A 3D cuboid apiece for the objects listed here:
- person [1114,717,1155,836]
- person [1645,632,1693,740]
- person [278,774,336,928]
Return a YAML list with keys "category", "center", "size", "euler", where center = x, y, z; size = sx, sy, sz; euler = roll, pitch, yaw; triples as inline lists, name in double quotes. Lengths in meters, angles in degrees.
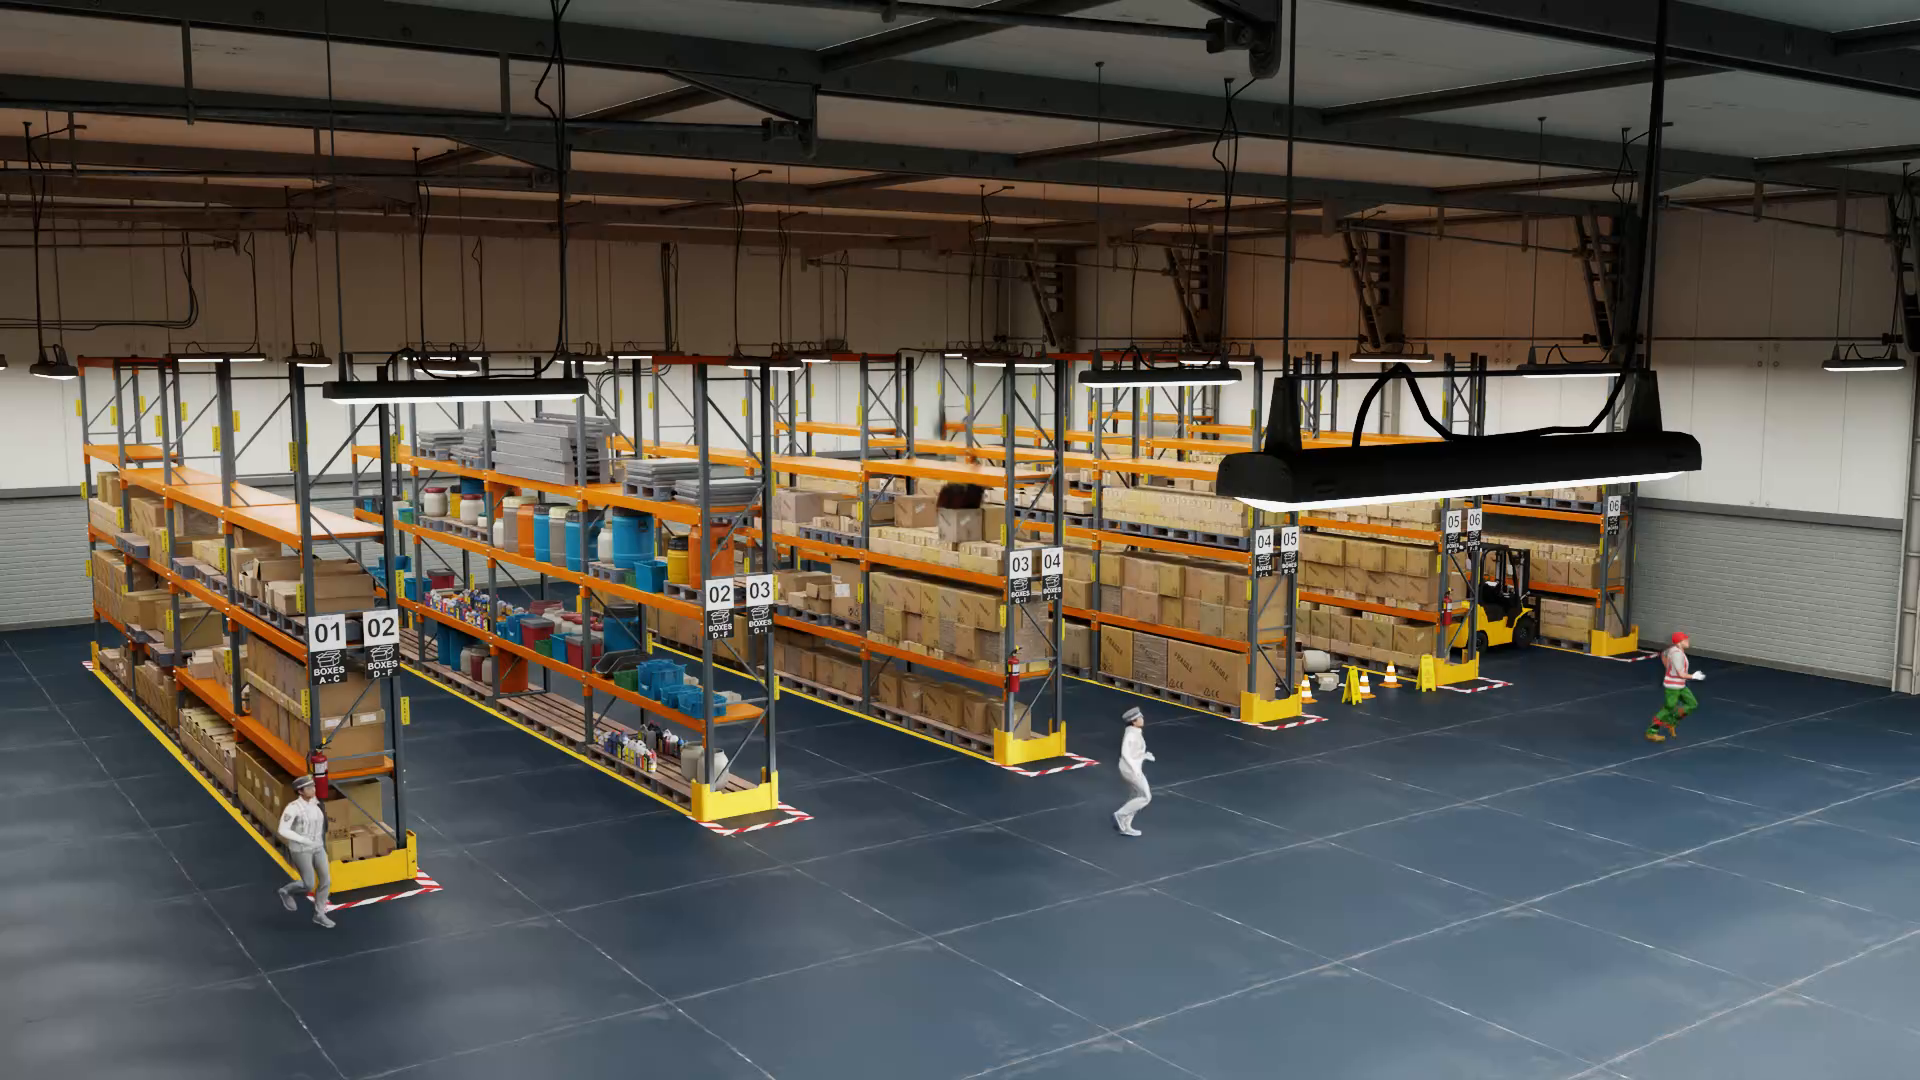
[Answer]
- category: "person"
  center: [2.227, 2.970, 21.235]
  size: [0.566, 1.620, 0.436]
  euler: [0, 7, -4]
- category: "person"
  center: [11.179, 2.281, 26.110]
  size: [0.683, 1.734, 0.685]
  euler: [4, 8, 27]
- category: "person"
  center: [-7.093, 3.347, 18.001]
  size: [0.712, 1.689, 0.658]
  euler: [3, 8, 24]
